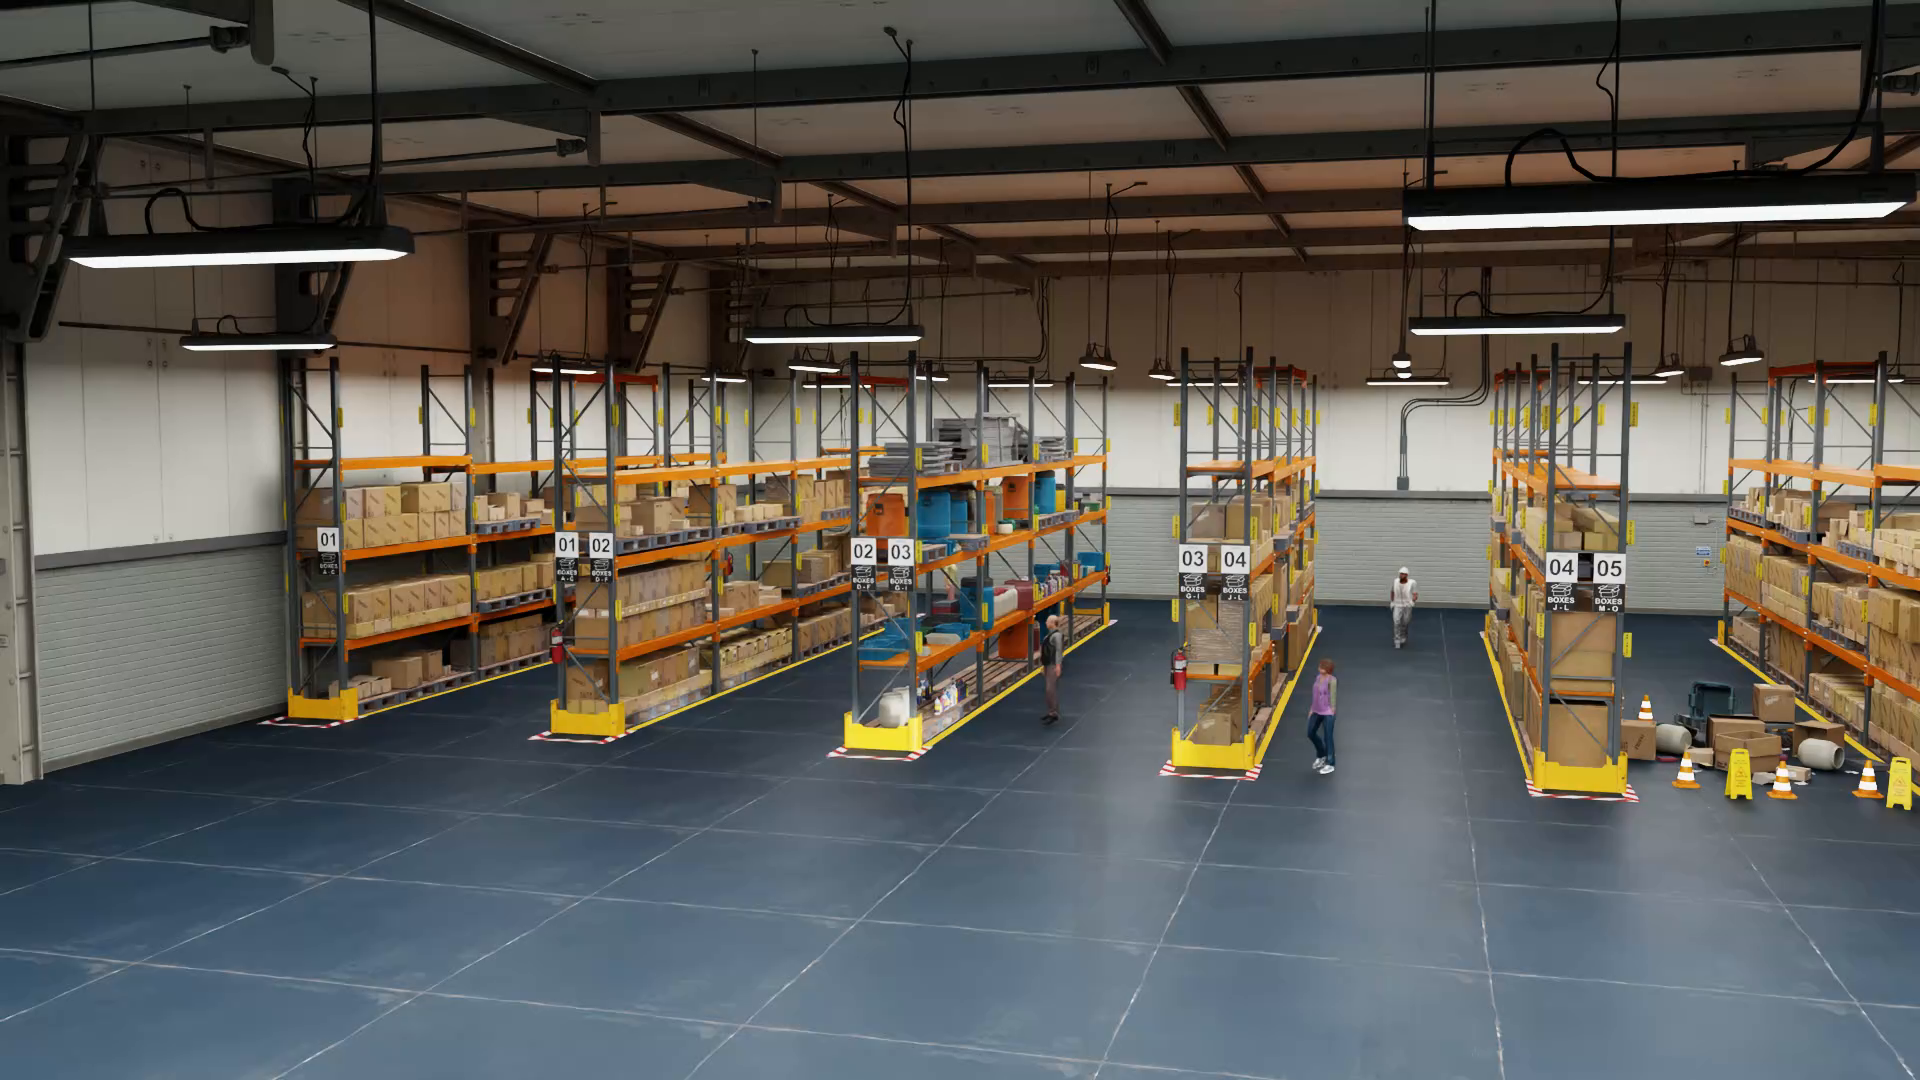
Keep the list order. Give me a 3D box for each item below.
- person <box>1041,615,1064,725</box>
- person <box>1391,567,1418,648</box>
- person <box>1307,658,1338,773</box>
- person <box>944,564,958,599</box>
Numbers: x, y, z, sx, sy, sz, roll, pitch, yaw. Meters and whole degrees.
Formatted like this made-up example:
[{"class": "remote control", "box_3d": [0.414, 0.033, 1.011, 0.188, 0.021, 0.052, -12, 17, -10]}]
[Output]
[{"class": "person", "box_3d": [1.500, 2.110, 27.251, 0.390, 1.756, 0.635, -1, 4, -9]}, {"class": "person", "box_3d": [9.734, 1.492, 36.456, 0.574, 1.808, 0.878, 1, 4, 15]}, {"class": "person", "box_3d": [5.145, 2.468, 23.535, 0.402, 1.609, 0.446, -3, 5, -31]}, {"class": "person", "box_3d": [-0.157, 1.134, 41.385, 0.527, 1.685, 0.475, 2, 5, 23]}]
